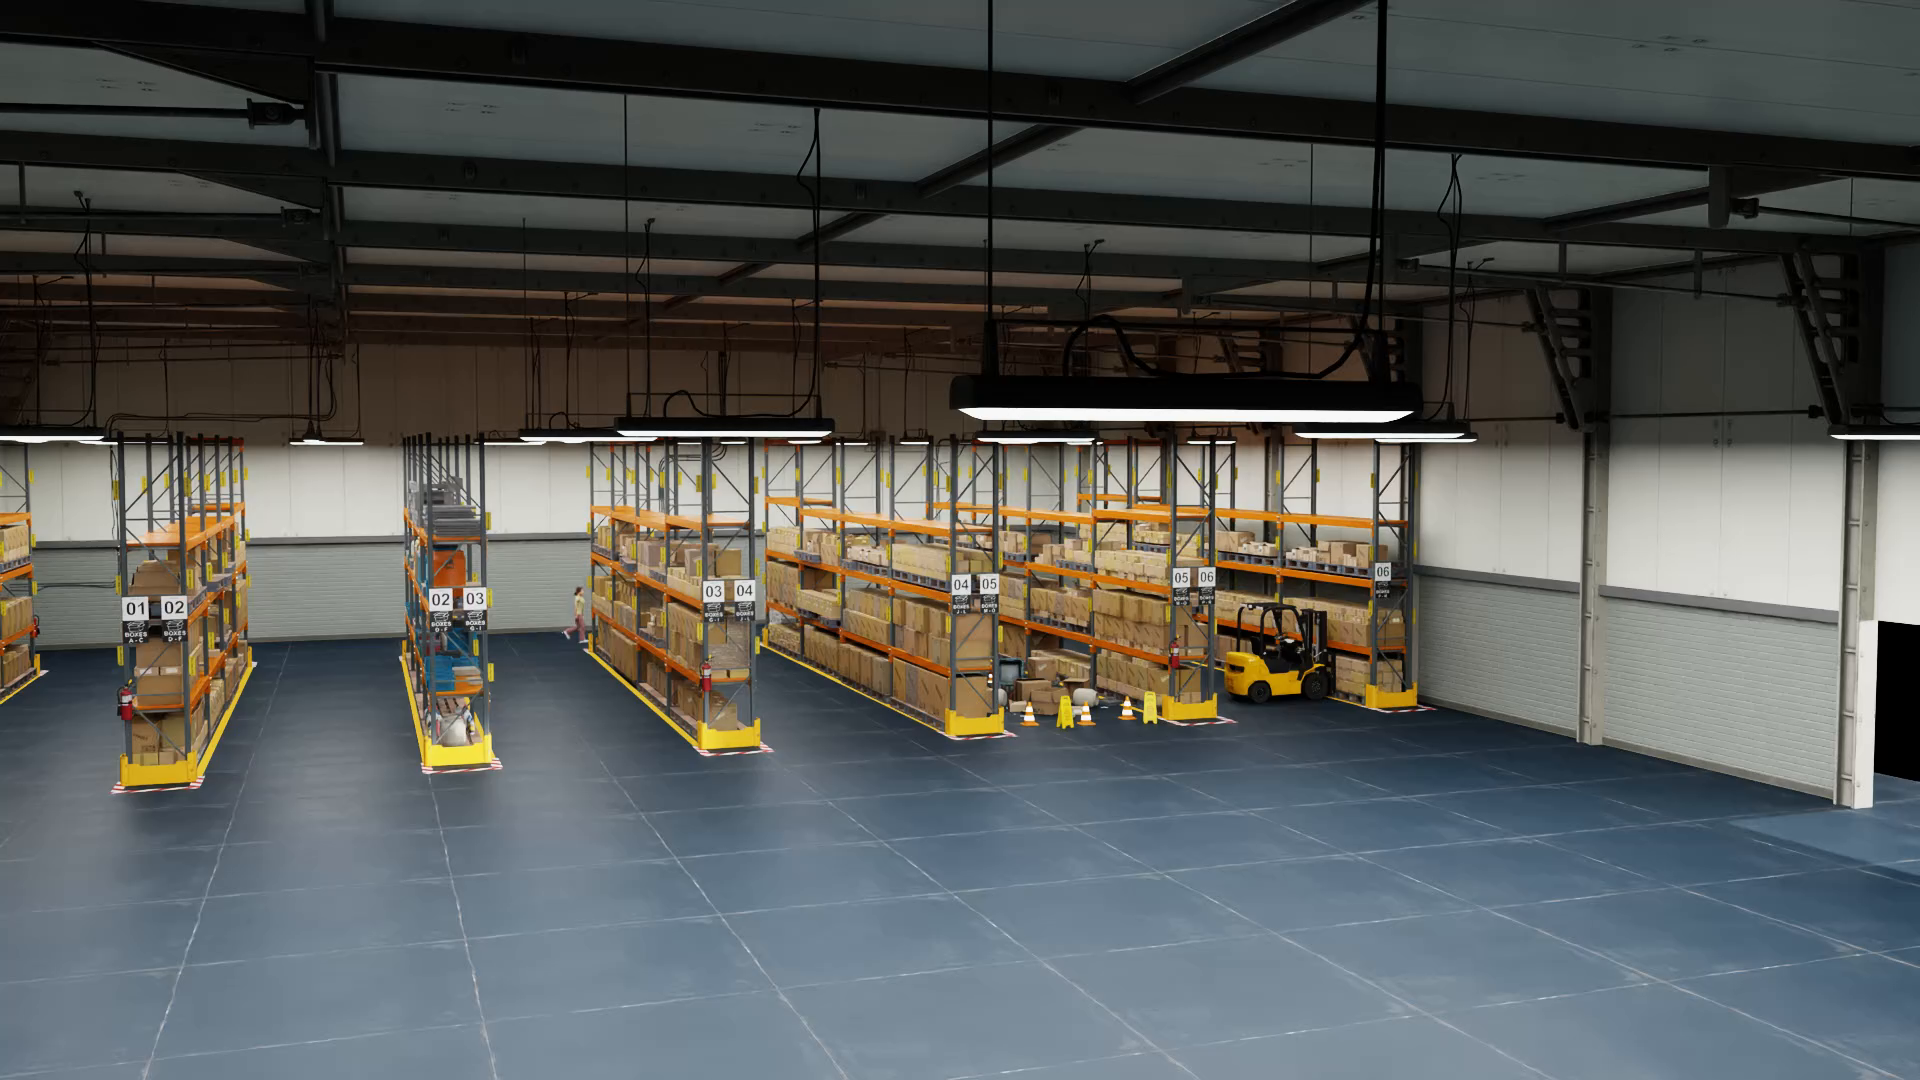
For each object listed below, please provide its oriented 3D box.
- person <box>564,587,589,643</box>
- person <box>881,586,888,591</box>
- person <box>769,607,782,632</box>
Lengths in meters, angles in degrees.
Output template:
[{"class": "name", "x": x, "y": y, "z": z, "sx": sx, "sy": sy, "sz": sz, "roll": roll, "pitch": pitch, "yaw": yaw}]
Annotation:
[{"class": "person", "x": -11.259, "y": 2.188, "z": 48.810, "sx": 0.802, "sy": 1.644, "sz": 0.455, "roll": 0, "pitch": 3, "yaw": 2}, {"class": "person", "x": -2.069, "y": 2.119, "z": 45.373, "sx": 0.595, "sy": 1.741, "sz": 0.607, "roll": -2, "pitch": 4, "yaw": -28}, {"class": "person", "x": -5.592, "y": 2.069, "z": 49.518, "sx": 0.502, "sy": 1.790, "sz": 0.583, "roll": -1, "pitch": 3, "yaw": -24}]
